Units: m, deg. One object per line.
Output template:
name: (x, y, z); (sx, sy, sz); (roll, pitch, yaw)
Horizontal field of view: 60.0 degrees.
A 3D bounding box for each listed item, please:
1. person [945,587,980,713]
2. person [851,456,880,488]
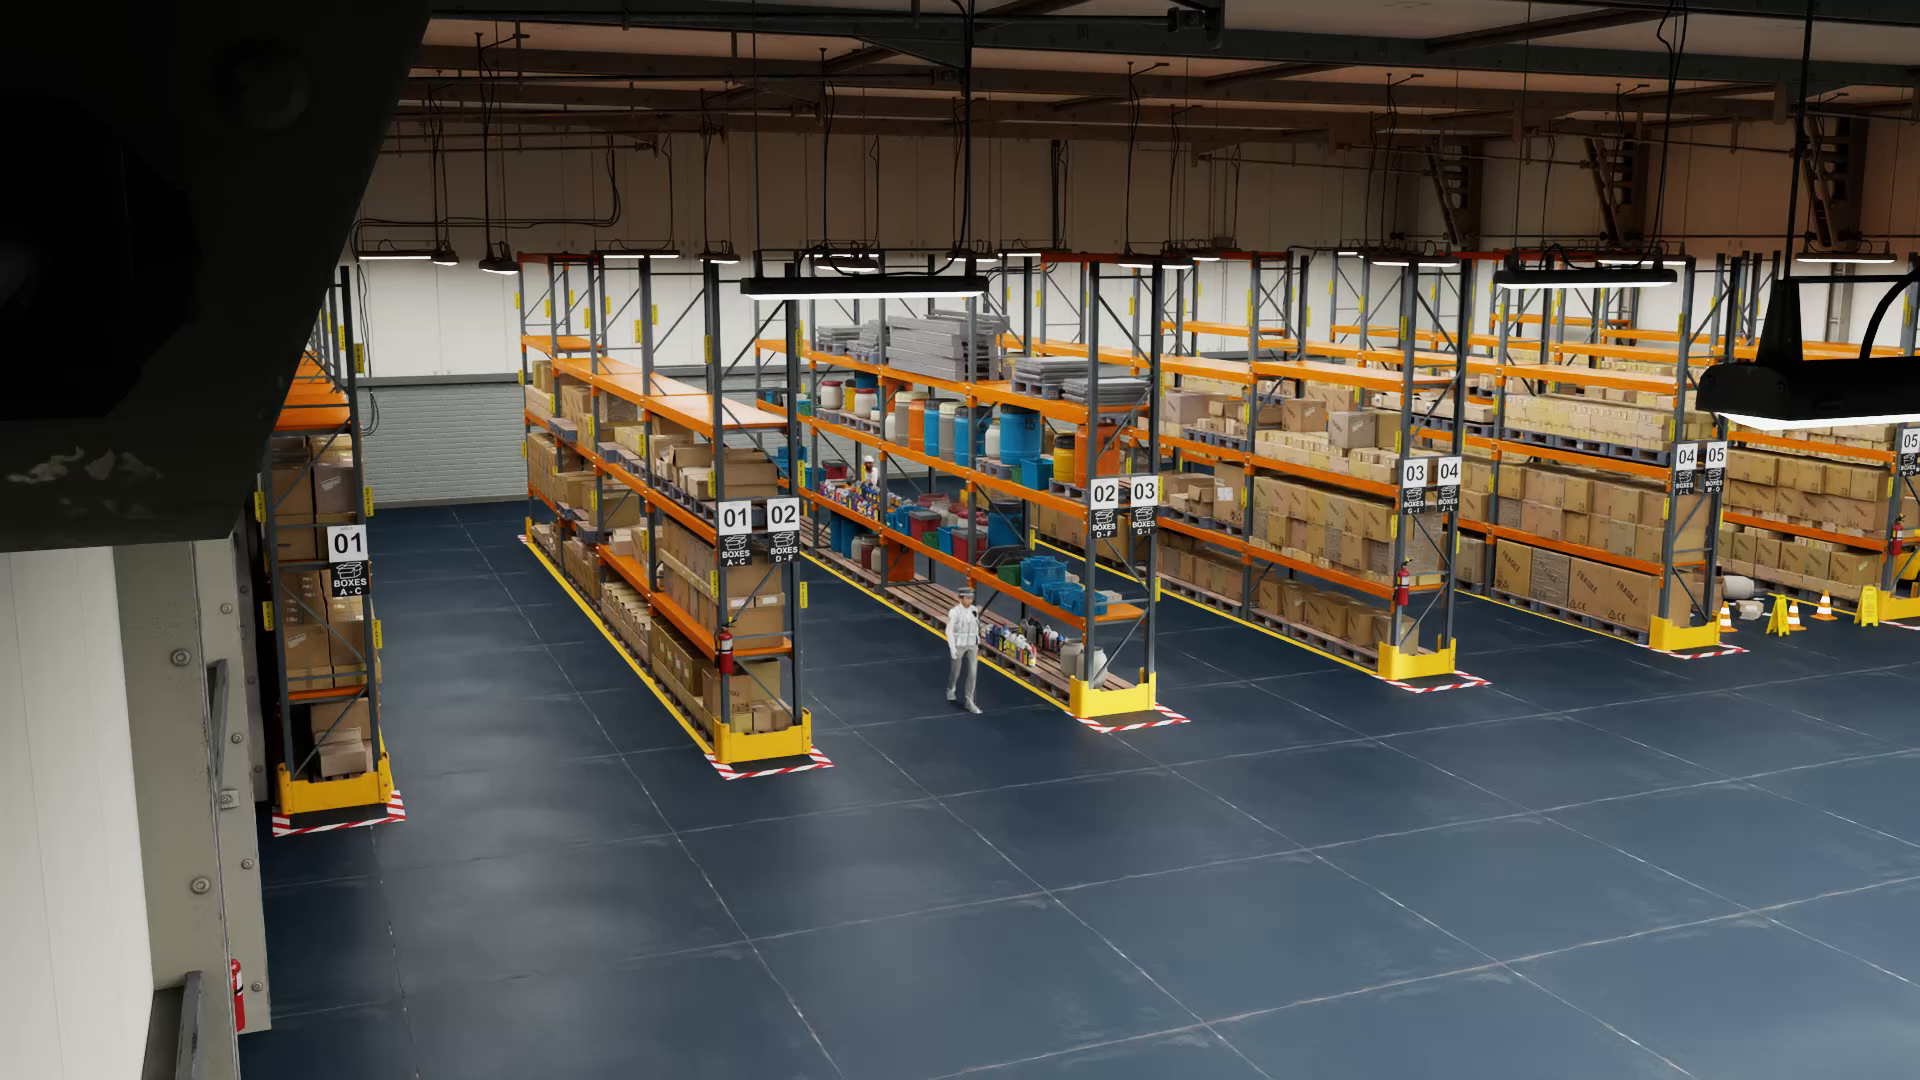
person: (0.070, 1.459, 22.557); (0.557, 1.652, 0.777); (-6, 12, -29)
person: (-1.992, -0.957, 35.447); (0.705, 1.740, 0.674); (-6, 12, -29)
